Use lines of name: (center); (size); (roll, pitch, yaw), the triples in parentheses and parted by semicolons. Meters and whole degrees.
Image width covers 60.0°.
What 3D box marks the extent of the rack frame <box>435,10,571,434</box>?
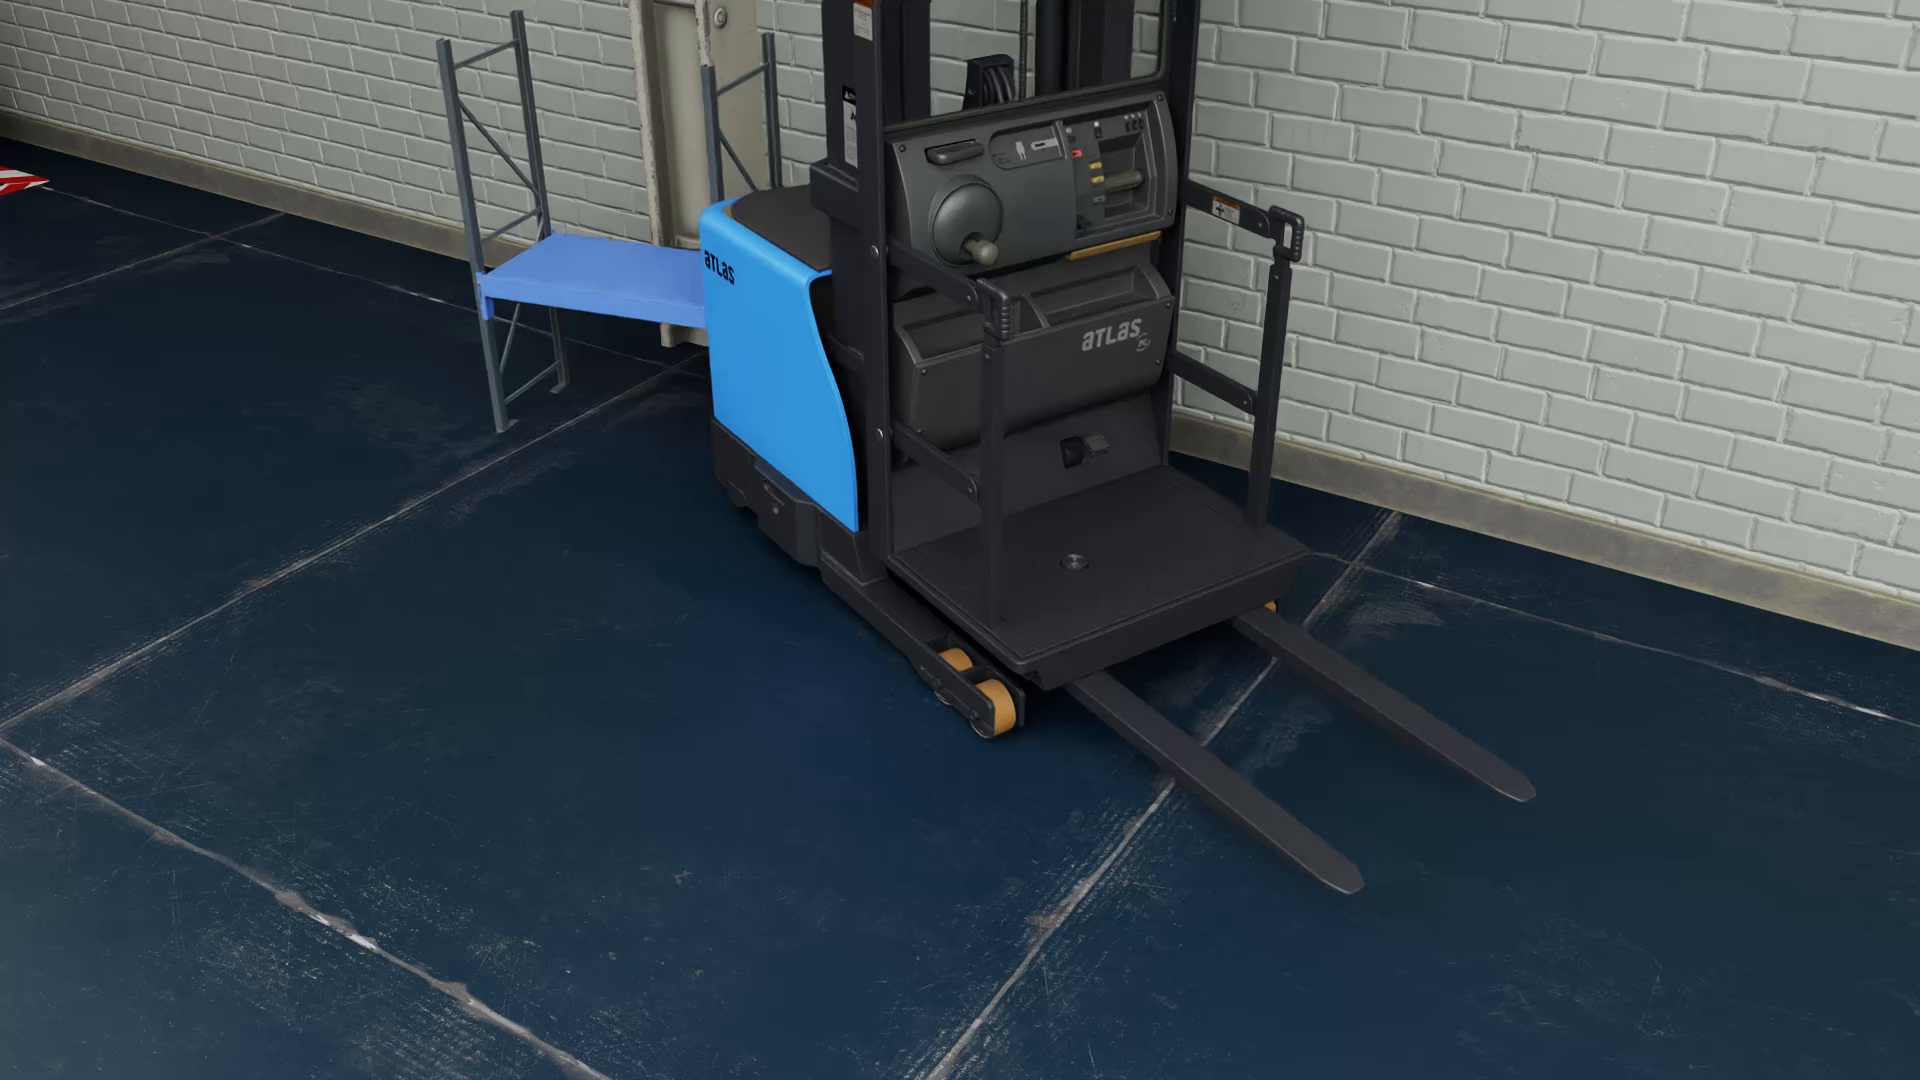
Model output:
rack frame: (-1.704, -1.182, 6.288); (0.032, 1.500, 0.500); (10, 32, 17)

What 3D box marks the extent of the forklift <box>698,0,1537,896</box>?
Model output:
forklift: (0.347, -0.972, 4.508); (1.130, 2.935, 3.031); (-19, 35, -29)

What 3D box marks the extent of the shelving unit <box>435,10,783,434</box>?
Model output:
shelving unit: (-1.226, -1.096, 6.140); (1.048, 1.500, 0.538); (10, 32, 17)

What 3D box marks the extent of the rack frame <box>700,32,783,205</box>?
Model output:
rack frame: (-0.748, -1.009, 5.991); (0.032, 1.500, 0.500); (10, 32, 17)

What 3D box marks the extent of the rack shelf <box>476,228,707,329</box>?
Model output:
rack shelf: (-1.226, -0.940, 6.230); (1.000, 0.185, 0.538); (10, 32, 17)

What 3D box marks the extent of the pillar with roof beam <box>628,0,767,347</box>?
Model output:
pillar with roof beam: (-3.335, -2.907, 1.803); (0.400, 9.000, 9.100); (18, 35, 27)
